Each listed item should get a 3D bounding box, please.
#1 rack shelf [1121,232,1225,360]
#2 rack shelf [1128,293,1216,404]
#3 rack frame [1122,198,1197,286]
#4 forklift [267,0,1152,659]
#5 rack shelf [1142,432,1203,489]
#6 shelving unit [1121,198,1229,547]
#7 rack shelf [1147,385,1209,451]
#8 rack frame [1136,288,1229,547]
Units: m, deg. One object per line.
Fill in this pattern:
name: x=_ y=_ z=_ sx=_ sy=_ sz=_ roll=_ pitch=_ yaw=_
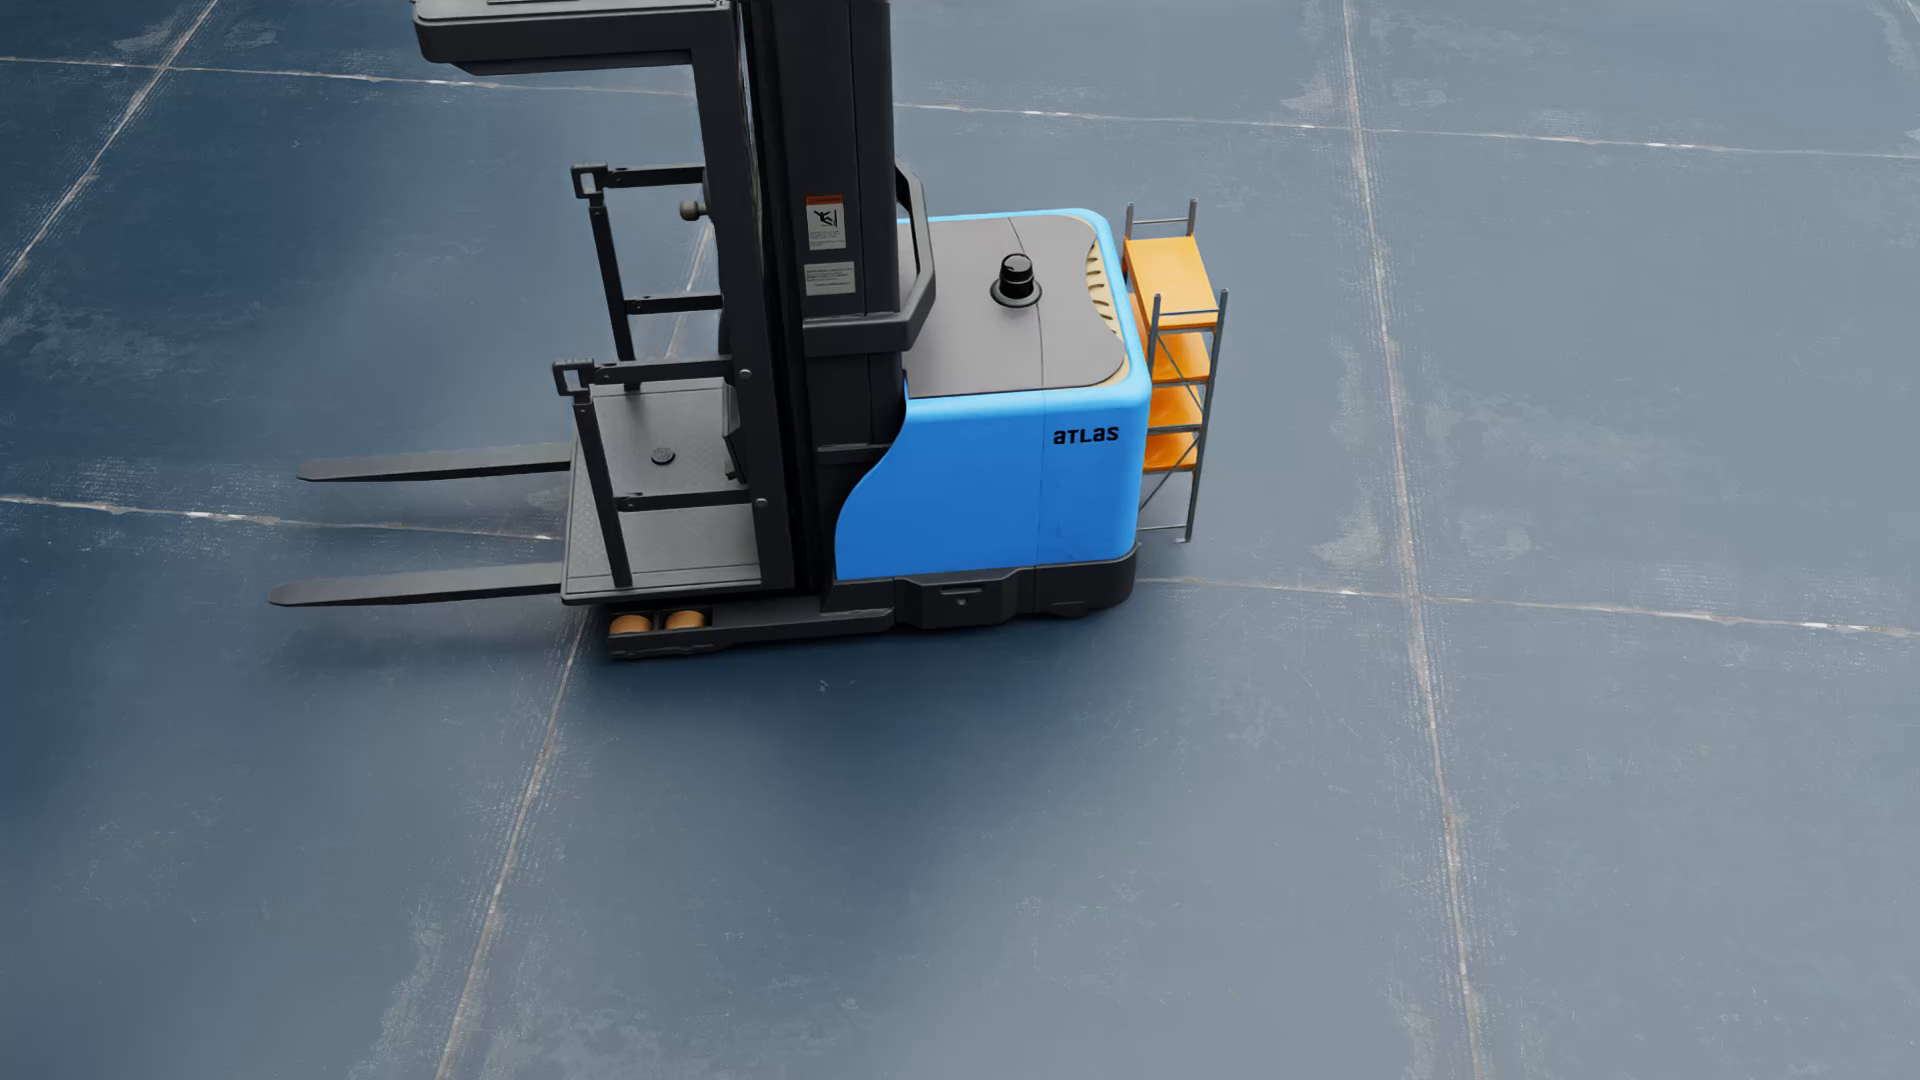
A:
rack shelf: x=0.719 y=-0.837 z=5.670 sx=0.258 sy=0.148 sz=0.480 roll=-5 pitch=48 yaw=-4
rack shelf: x=0.719 y=-0.677 z=5.844 sx=0.258 sy=0.148 sz=0.480 roll=-5 pitch=48 yaw=-4
rack frame: x=0.692 y=-0.750 z=6.123 sx=0.240 sy=1.200 sz=0.015 roll=-5 pitch=48 yaw=-4
forklift: x=-0.925 y=-0.982 z=5.162 sx=3.031 sy=2.935 sz=1.130 roll=-4 pitch=48 yaw=-4
rack shelf: x=0.719 y=-0.392 z=6.156 sx=0.258 sy=0.148 sz=0.480 roll=-5 pitch=48 yaw=-4
shelving unit: x=0.719 y=-0.571 z=5.960 sx=0.258 sy=1.200 sz=0.503 roll=-5 pitch=48 yaw=-4
rack shelf: x=0.719 y=-0.526 z=6.009 sx=0.258 sy=0.148 sz=0.480 roll=-5 pitch=48 yaw=-4
rack frame: x=0.746 y=-0.393 z=5.796 sx=0.240 sy=1.200 sz=0.015 roll=-5 pitch=48 yaw=-4
